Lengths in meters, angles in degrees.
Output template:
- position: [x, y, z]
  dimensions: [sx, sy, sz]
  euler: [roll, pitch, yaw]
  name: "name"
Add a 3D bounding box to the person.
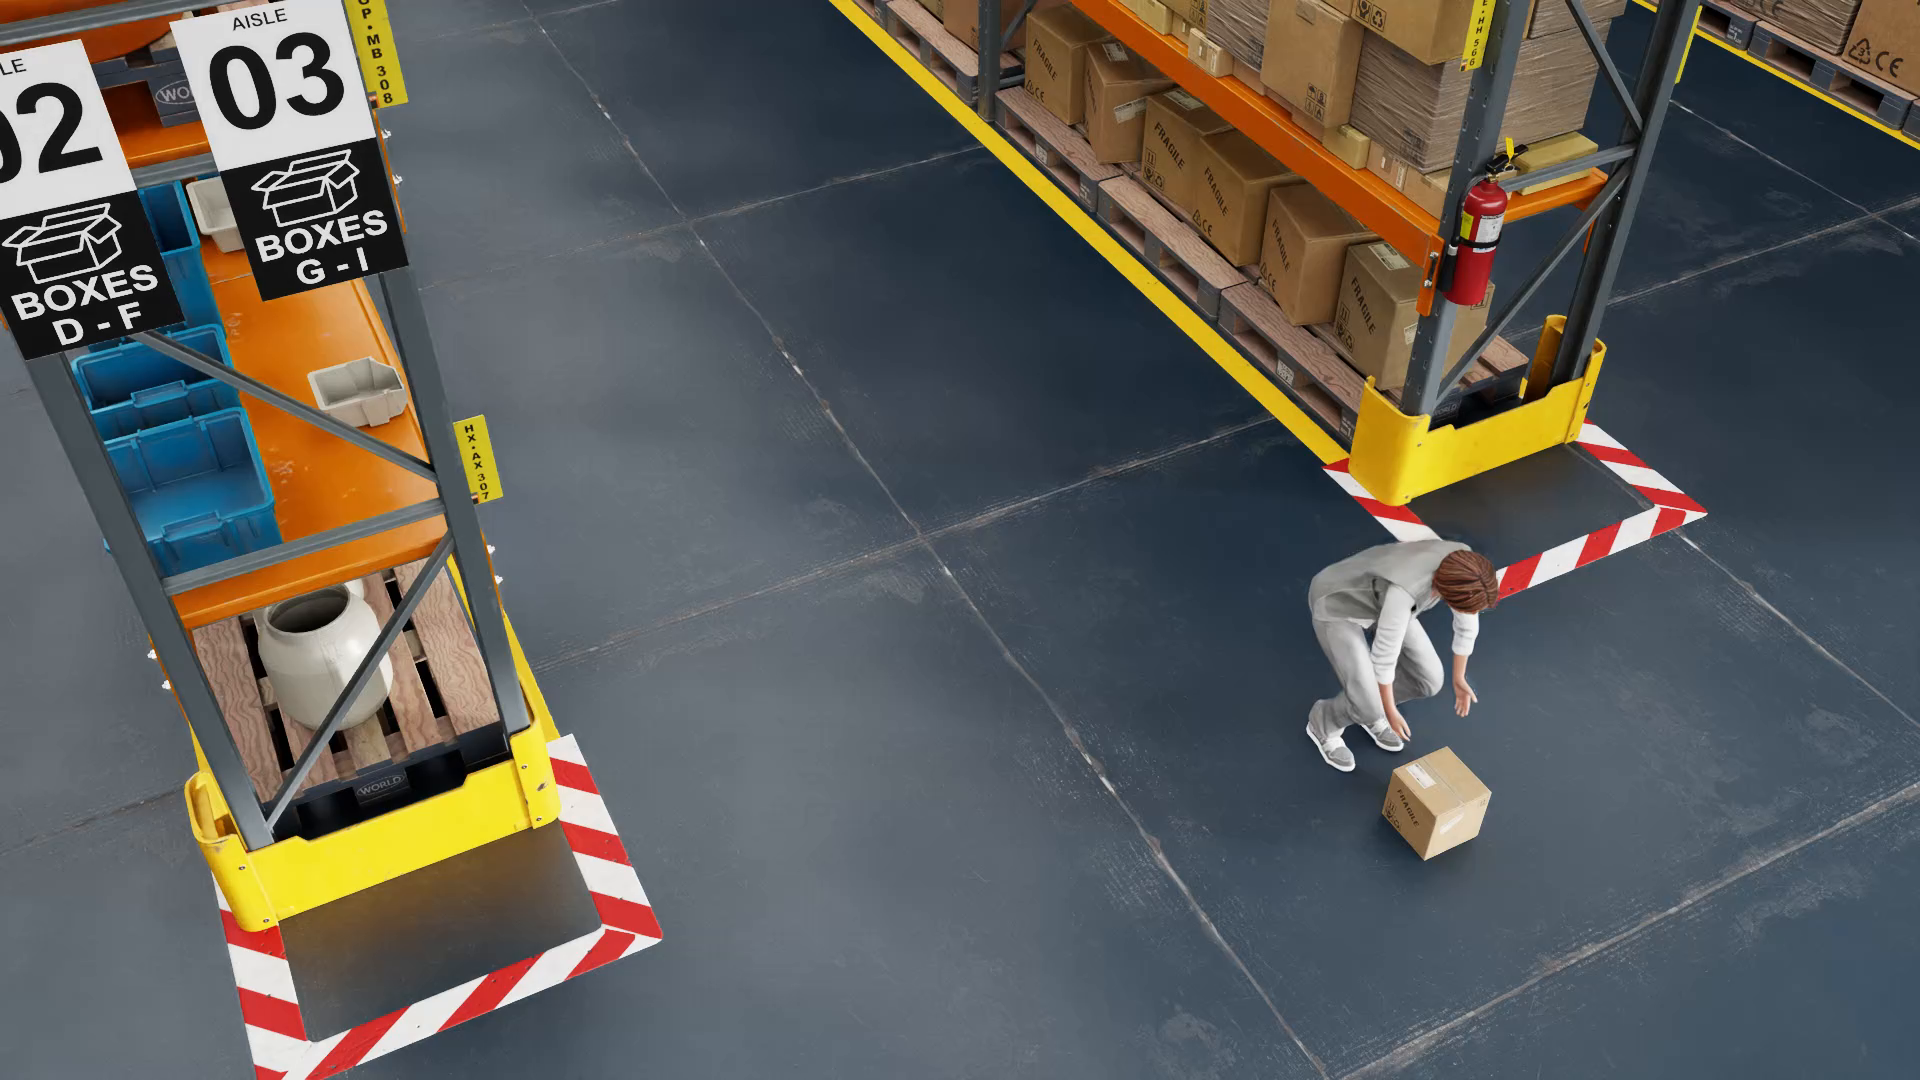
- position: [1.606, 0.620, 6.176]
  dimensions: [0.421, 0.694, 0.863]
  euler: [-20, 46, -21]
  name: "person"
